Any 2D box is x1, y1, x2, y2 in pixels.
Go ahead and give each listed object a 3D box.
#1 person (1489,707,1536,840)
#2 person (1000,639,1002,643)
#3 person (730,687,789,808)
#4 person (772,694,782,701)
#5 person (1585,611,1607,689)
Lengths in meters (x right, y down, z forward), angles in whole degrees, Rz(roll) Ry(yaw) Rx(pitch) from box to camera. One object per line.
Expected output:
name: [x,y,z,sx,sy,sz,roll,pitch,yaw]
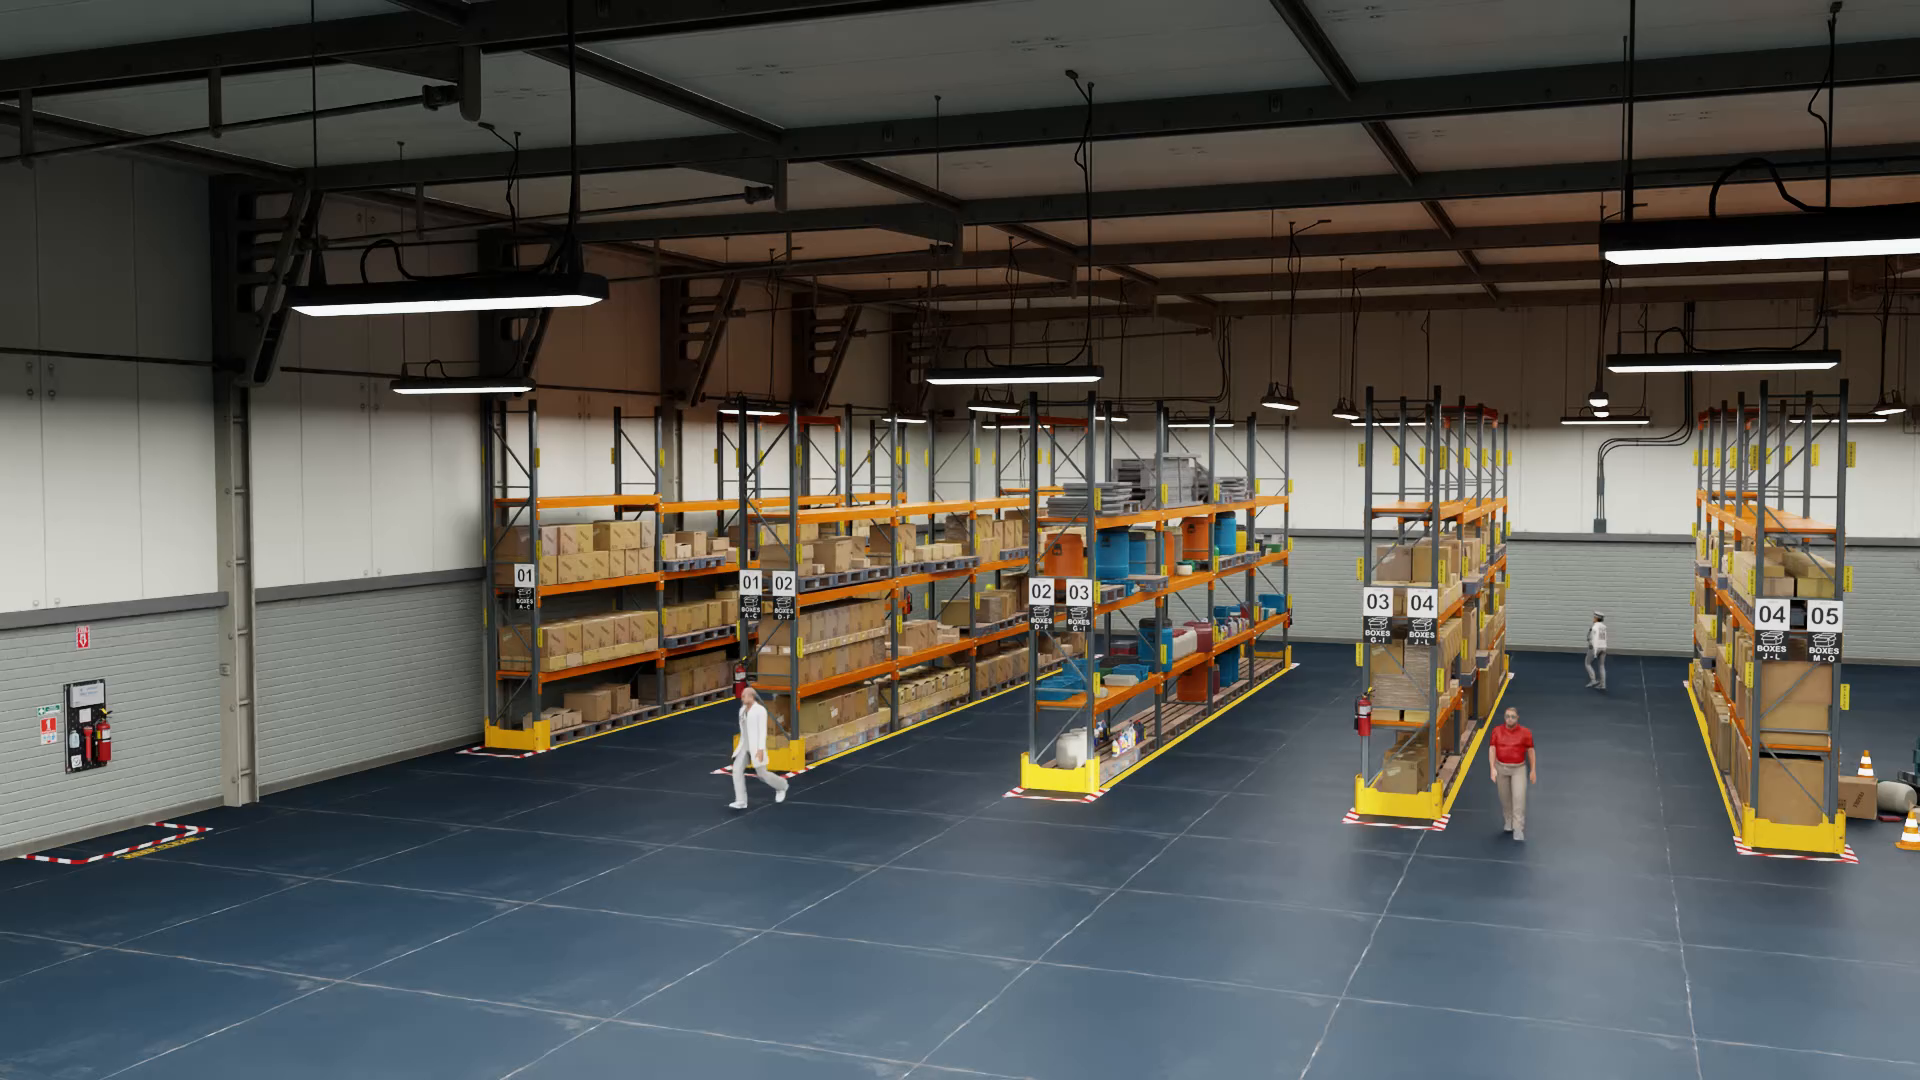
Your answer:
person: [7.252,3.053,21.923,0.573,1.676,0.989,2,3,32]
person: [0.999,2.016,42.909,0.489,1.815,0.648,1,3,15]
person: [-2.956,2.969,23.903,0.597,1.707,1.004,2,4,38]
person: [-3.281,2.610,31.109,0.560,1.668,0.974,0,3,1]
person: [13.832,2.389,35.983,0.472,1.670,0.501,-1,3,-19]
